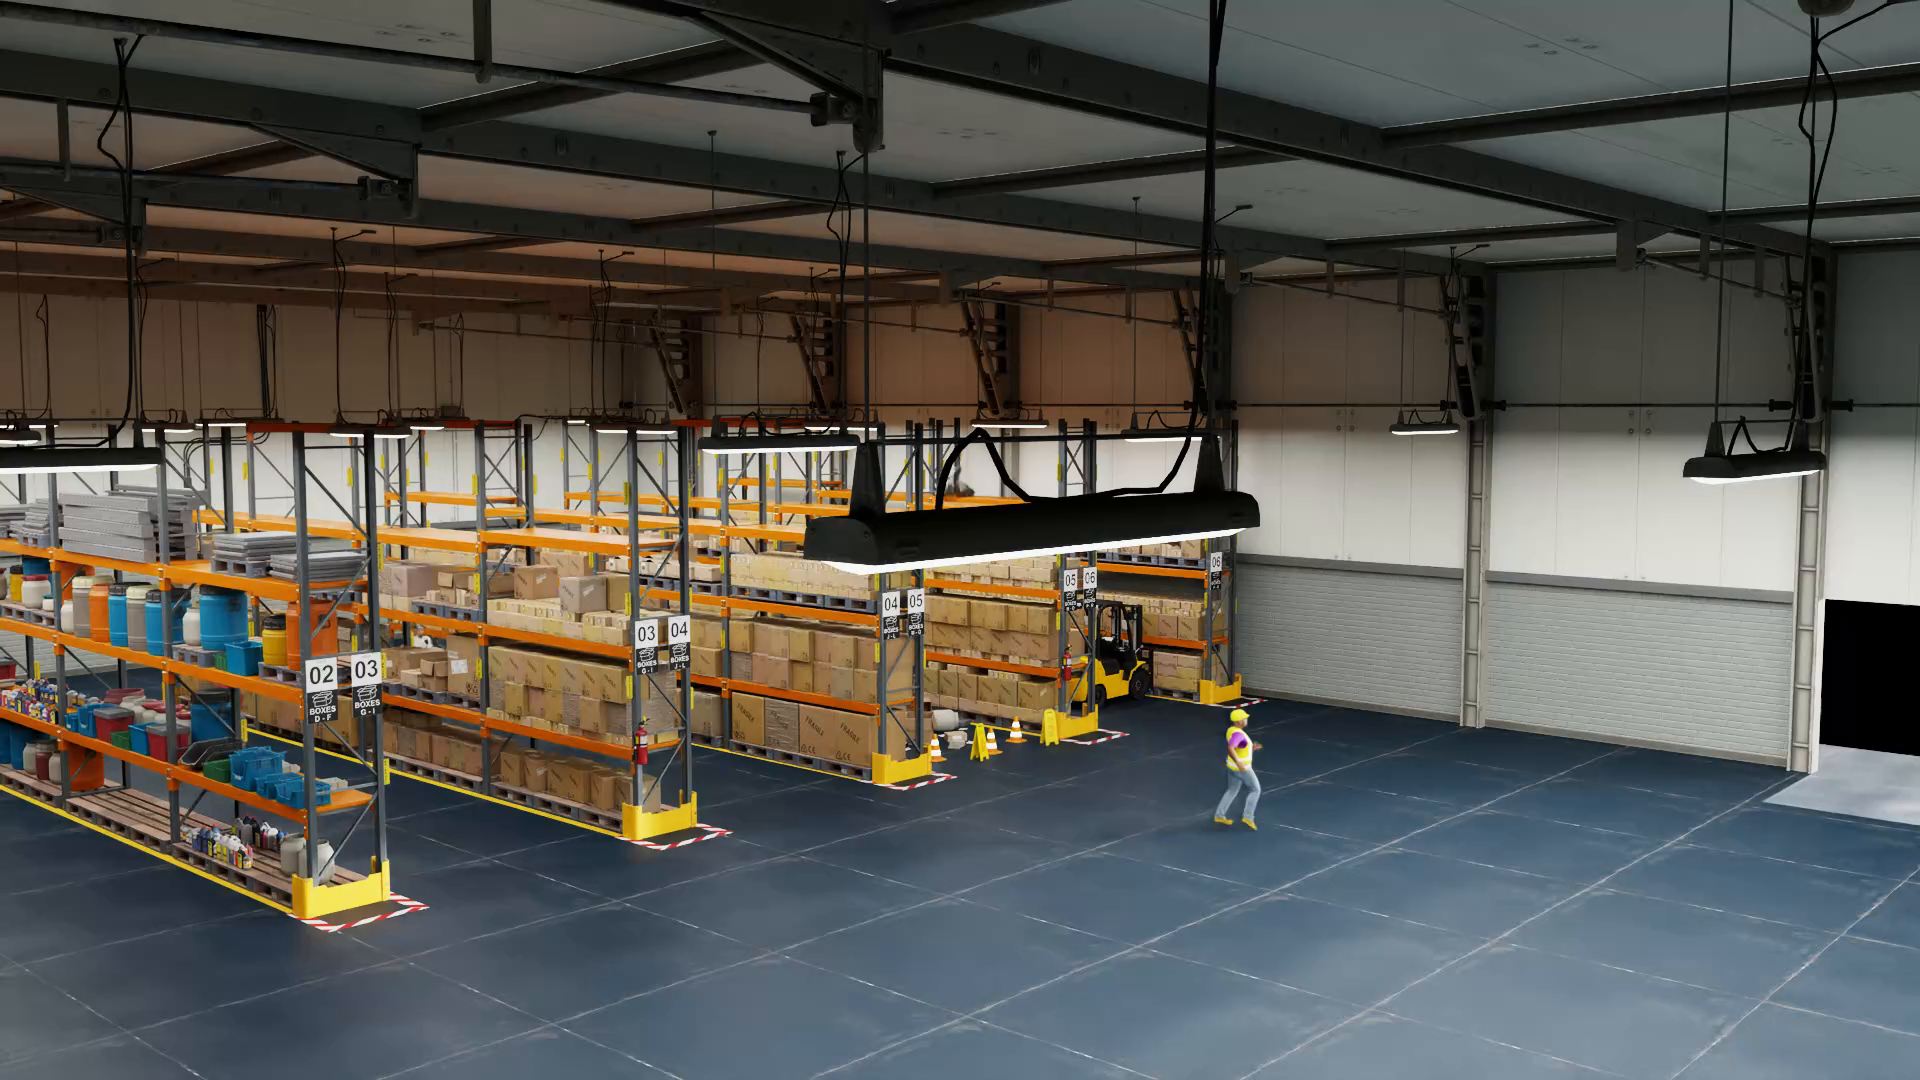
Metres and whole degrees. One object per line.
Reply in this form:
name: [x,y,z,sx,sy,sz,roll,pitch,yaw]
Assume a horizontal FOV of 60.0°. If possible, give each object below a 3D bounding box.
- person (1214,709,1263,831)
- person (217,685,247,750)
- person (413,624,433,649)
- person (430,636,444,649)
person: [4.169,3.429,24.765,0.757,1.824,0.670,-1,5,-13]
person: [-12.666,3.113,28.772,0.937,1.751,0.621,3,5,30]
person: [-11.420,2.626,35.212,0.580,1.761,0.749,-4,6,-43]
person: [-12.727,2.259,40.032,0.805,1.603,0.591,0,5,-5]
